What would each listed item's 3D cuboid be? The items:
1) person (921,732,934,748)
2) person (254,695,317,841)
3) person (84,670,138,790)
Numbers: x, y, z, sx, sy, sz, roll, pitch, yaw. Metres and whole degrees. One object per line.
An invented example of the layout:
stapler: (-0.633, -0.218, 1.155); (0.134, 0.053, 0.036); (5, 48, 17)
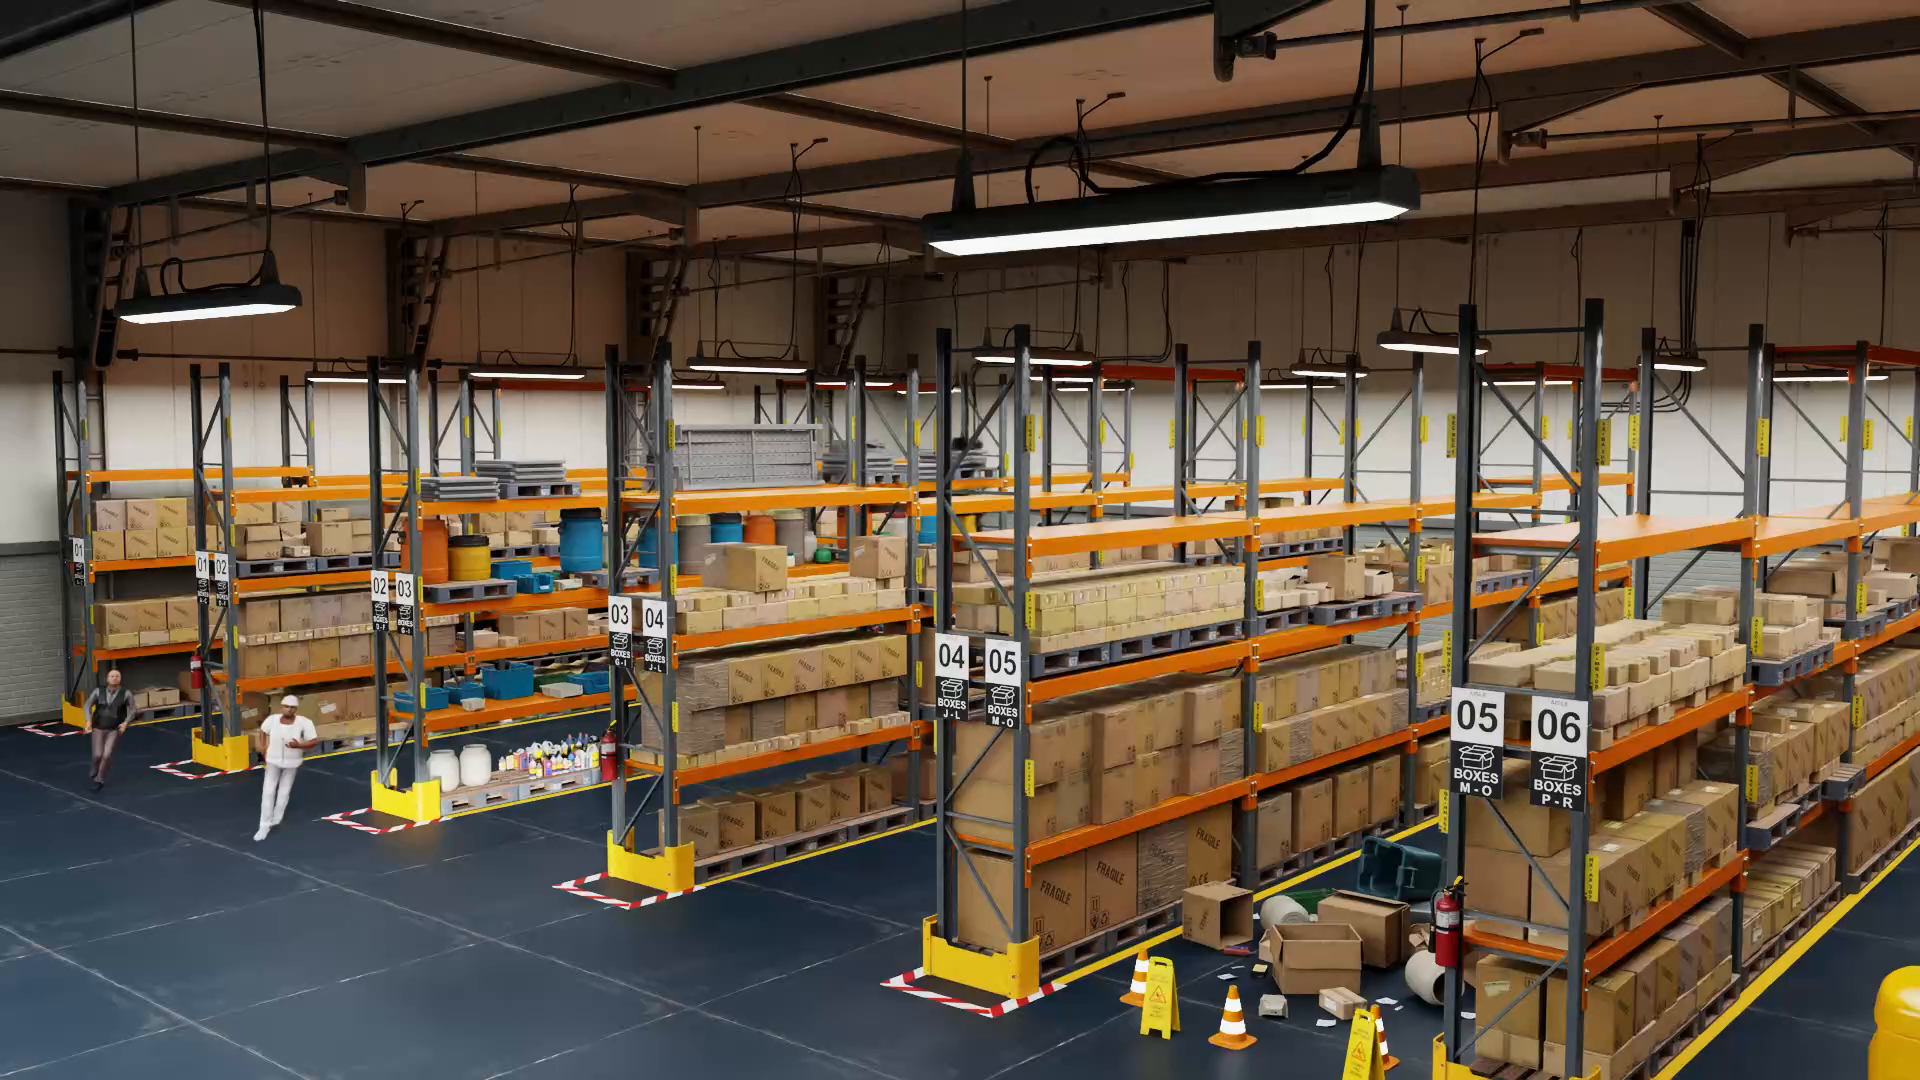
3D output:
person: (-0.550, 2.522, 25.018); (0.593, 1.696, 0.856); (3, 5, 35)
person: (-8.441, 2.807, 20.825); (0.750, 1.776, 0.752); (-1, 4, -18)
person: (-11.931, 2.657, 23.372); (0.682, 1.653, 0.537); (-2, 4, -22)
